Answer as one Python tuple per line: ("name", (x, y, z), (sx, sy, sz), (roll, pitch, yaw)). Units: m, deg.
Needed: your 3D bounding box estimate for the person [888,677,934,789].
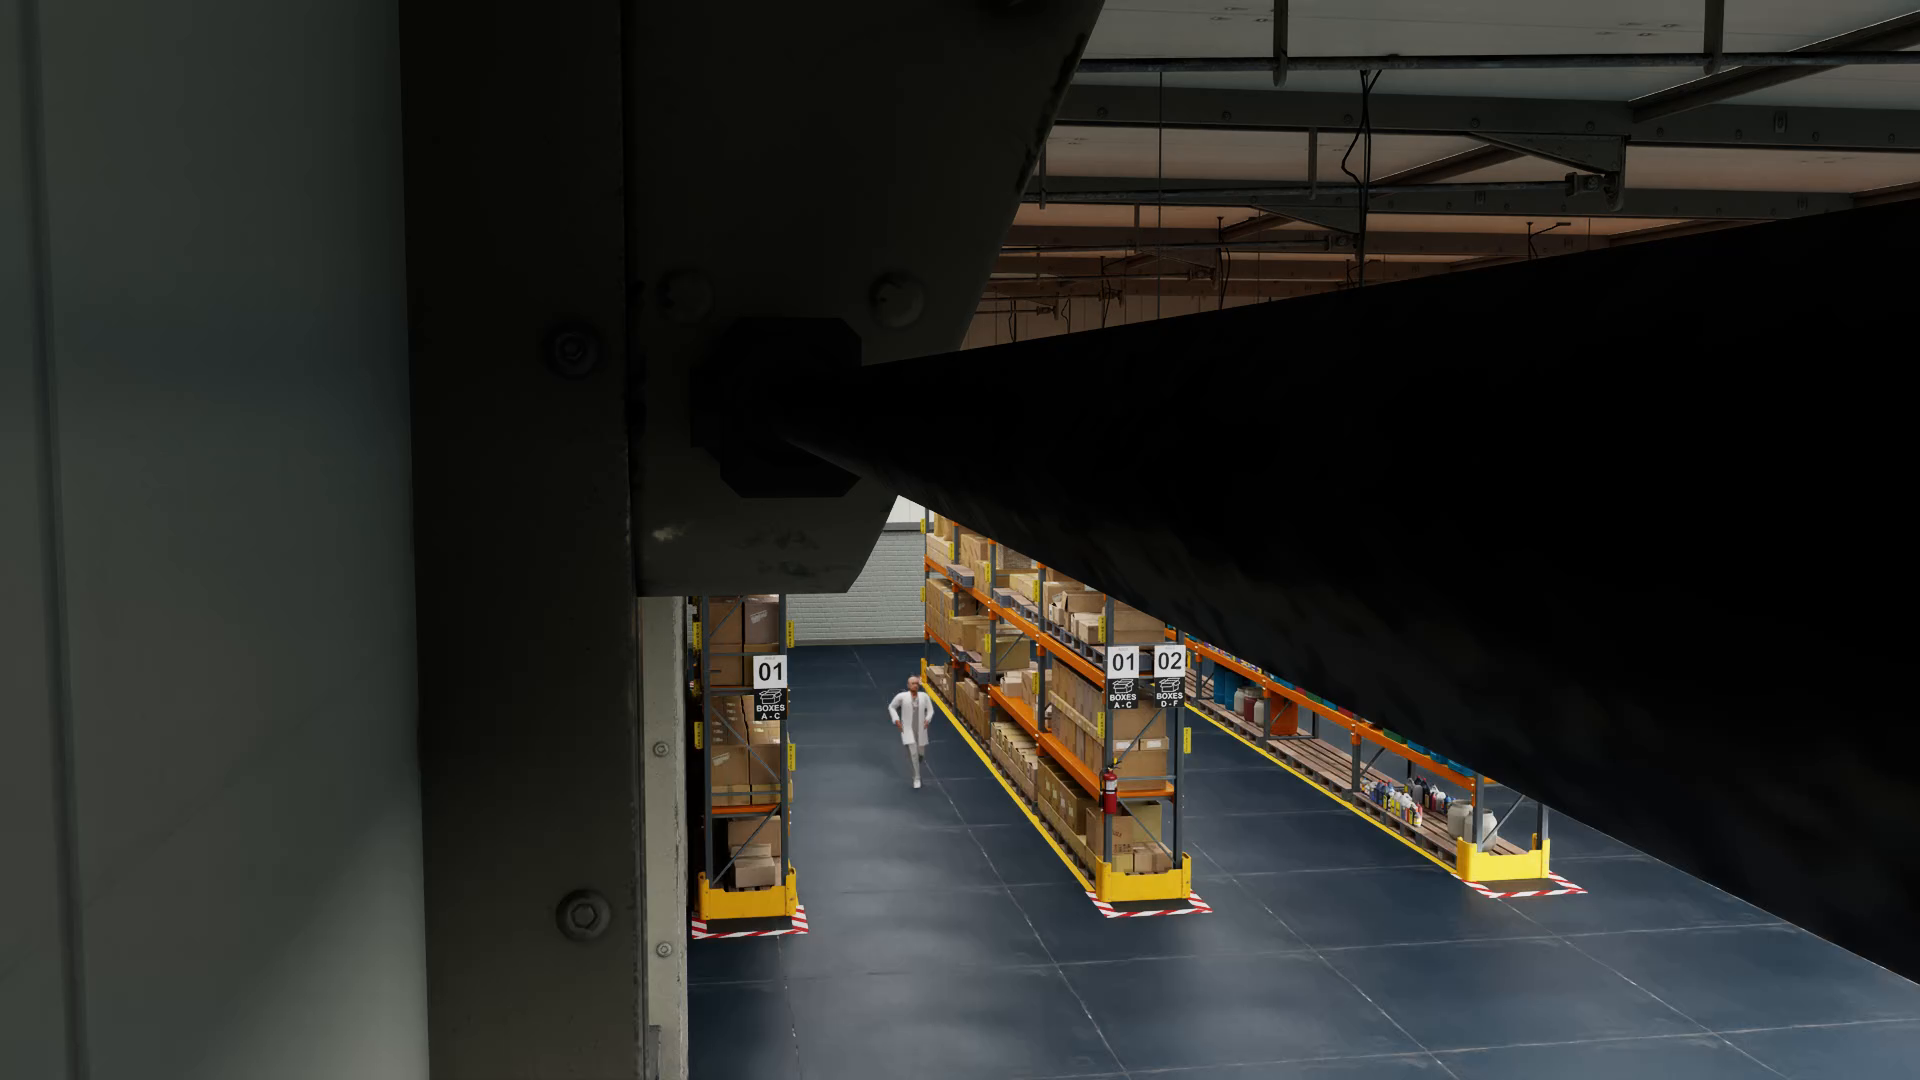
("person", (-0.775, 3.088, 26.966), (0.742, 1.748, 0.866), (-1, 5, -16))
